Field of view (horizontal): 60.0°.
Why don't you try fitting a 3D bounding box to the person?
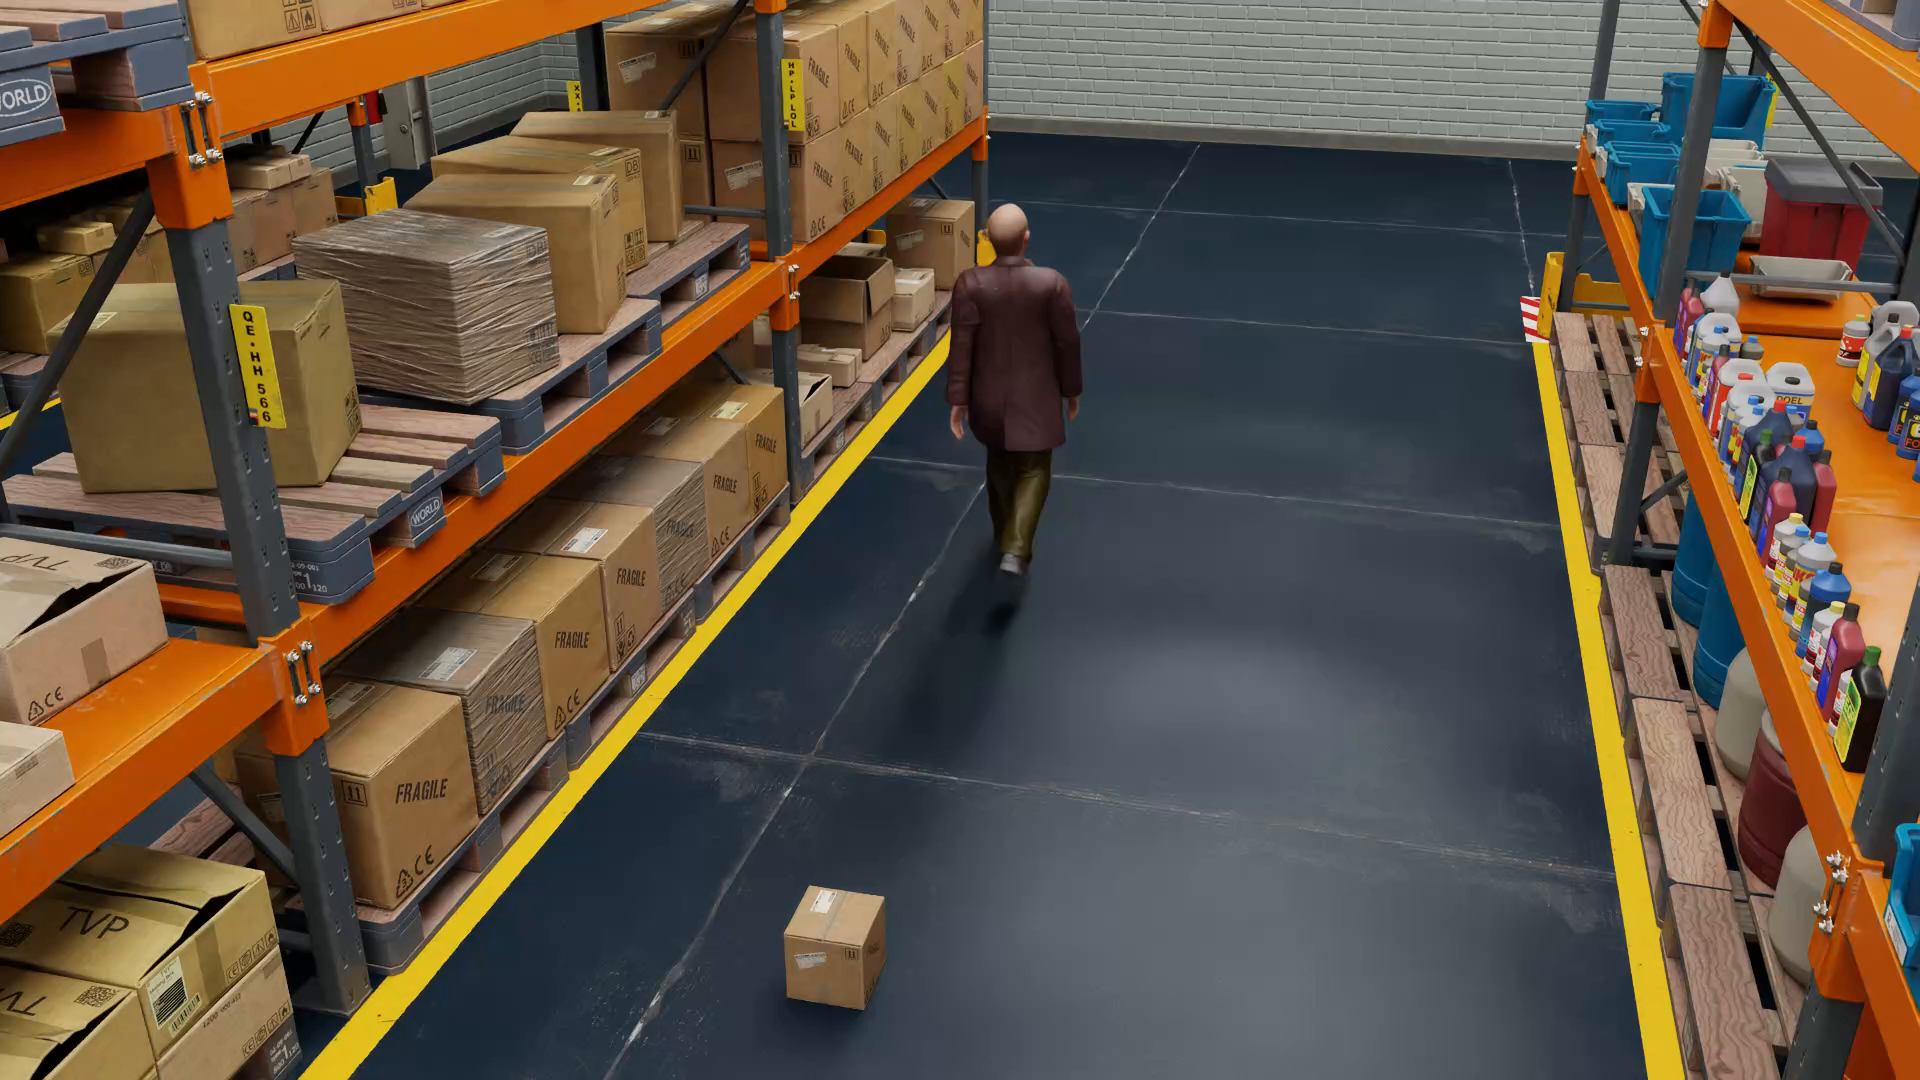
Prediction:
[{"bbox_3d":[0.246,-0.657,7.521,0.605,1.741,1.012,5,25,10],"label":"person"}]
